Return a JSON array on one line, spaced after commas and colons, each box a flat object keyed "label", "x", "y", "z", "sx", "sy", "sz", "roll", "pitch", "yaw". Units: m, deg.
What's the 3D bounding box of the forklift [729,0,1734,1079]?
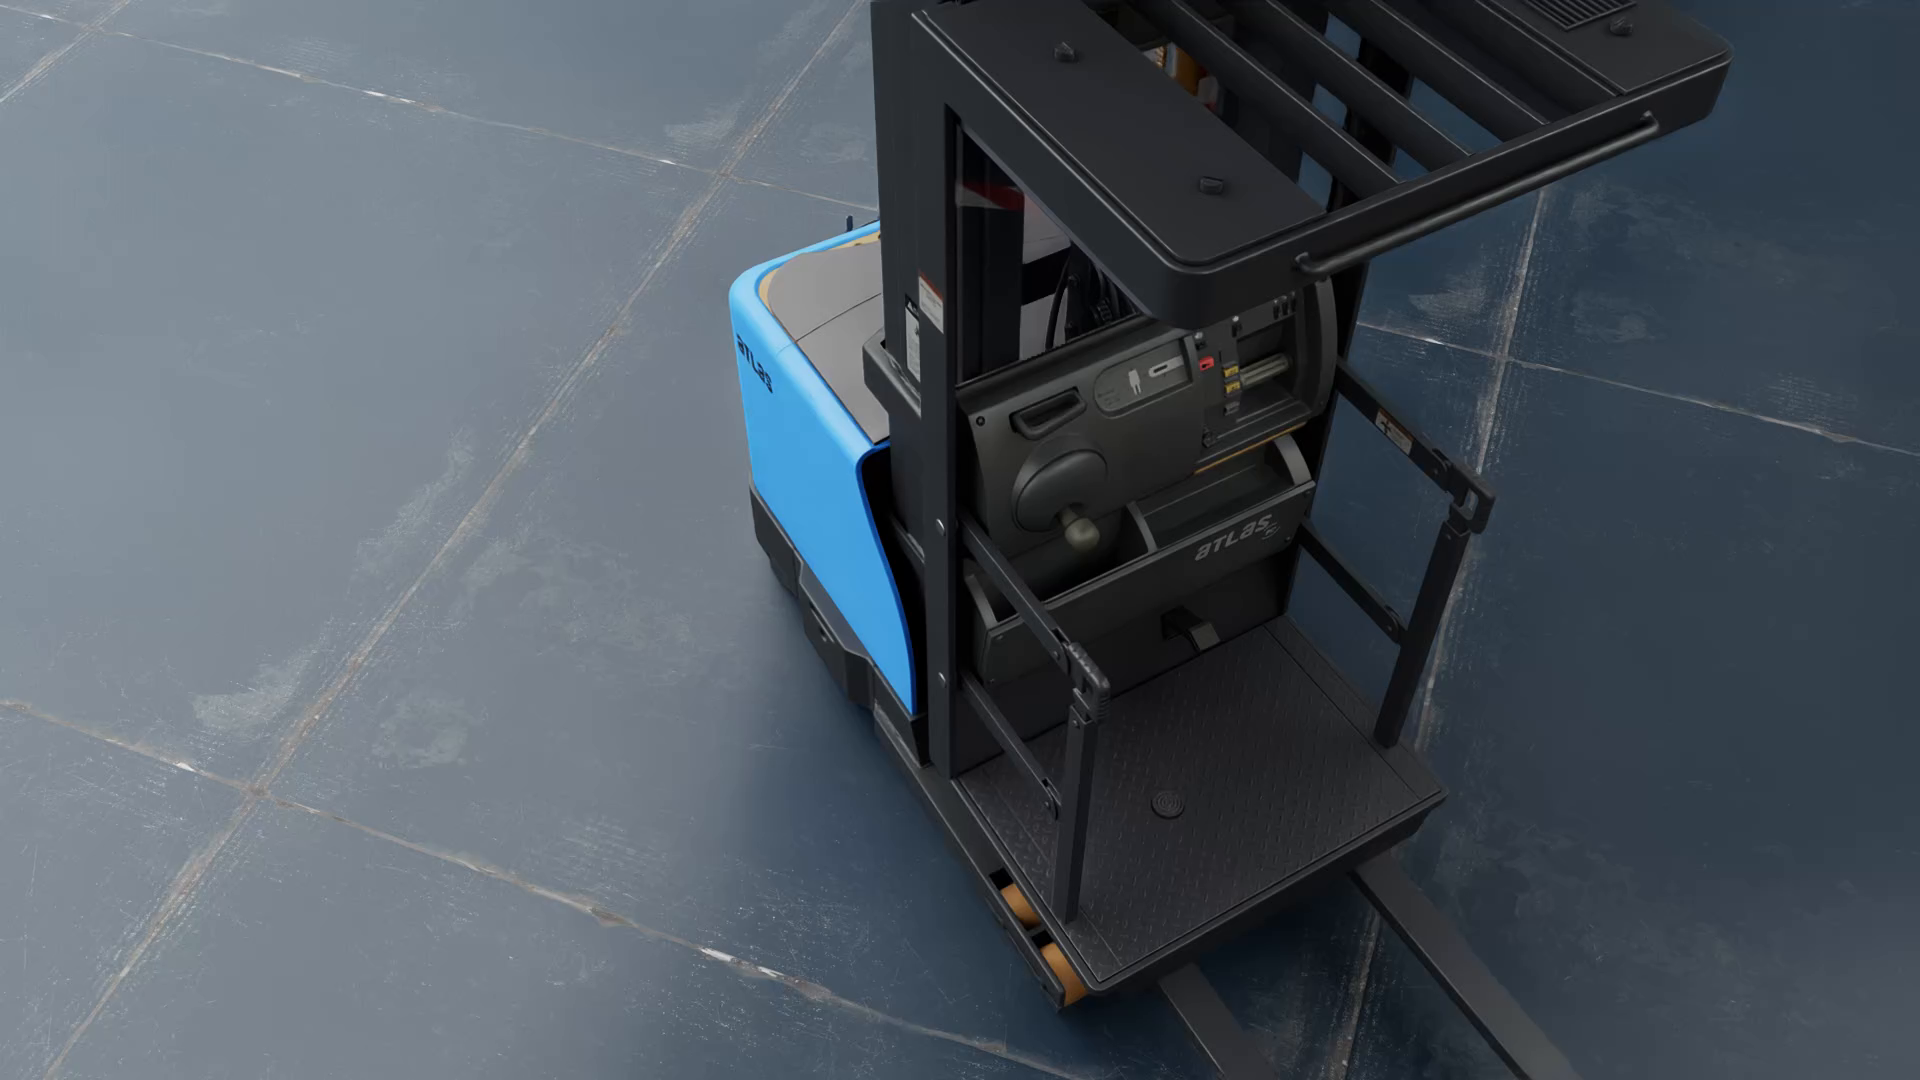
[{"label": "forklift", "x": 0.543, "y": -0.188, "z": 3.474, "sx": 1.130, "sy": 2.935, "sz": 3.031, "roll": -24, "pitch": 53, "yaw": -19}]

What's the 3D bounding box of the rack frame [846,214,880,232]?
[{"label": "rack frame", "x": -0.235, "y": -0.704, "z": 5.265, "sx": 0.240, "sy": 0.900, "sz": 0.006, "roll": -29, "pitch": 55, "yaw": -22}]

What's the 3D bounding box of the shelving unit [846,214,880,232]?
[{"label": "shelving unit", "x": -0.176, "y": -0.642, "z": 5.210, "sx": 0.258, "sy": 0.900, "sz": 0.210, "roll": -29, "pitch": 55, "yaw": -22}]
